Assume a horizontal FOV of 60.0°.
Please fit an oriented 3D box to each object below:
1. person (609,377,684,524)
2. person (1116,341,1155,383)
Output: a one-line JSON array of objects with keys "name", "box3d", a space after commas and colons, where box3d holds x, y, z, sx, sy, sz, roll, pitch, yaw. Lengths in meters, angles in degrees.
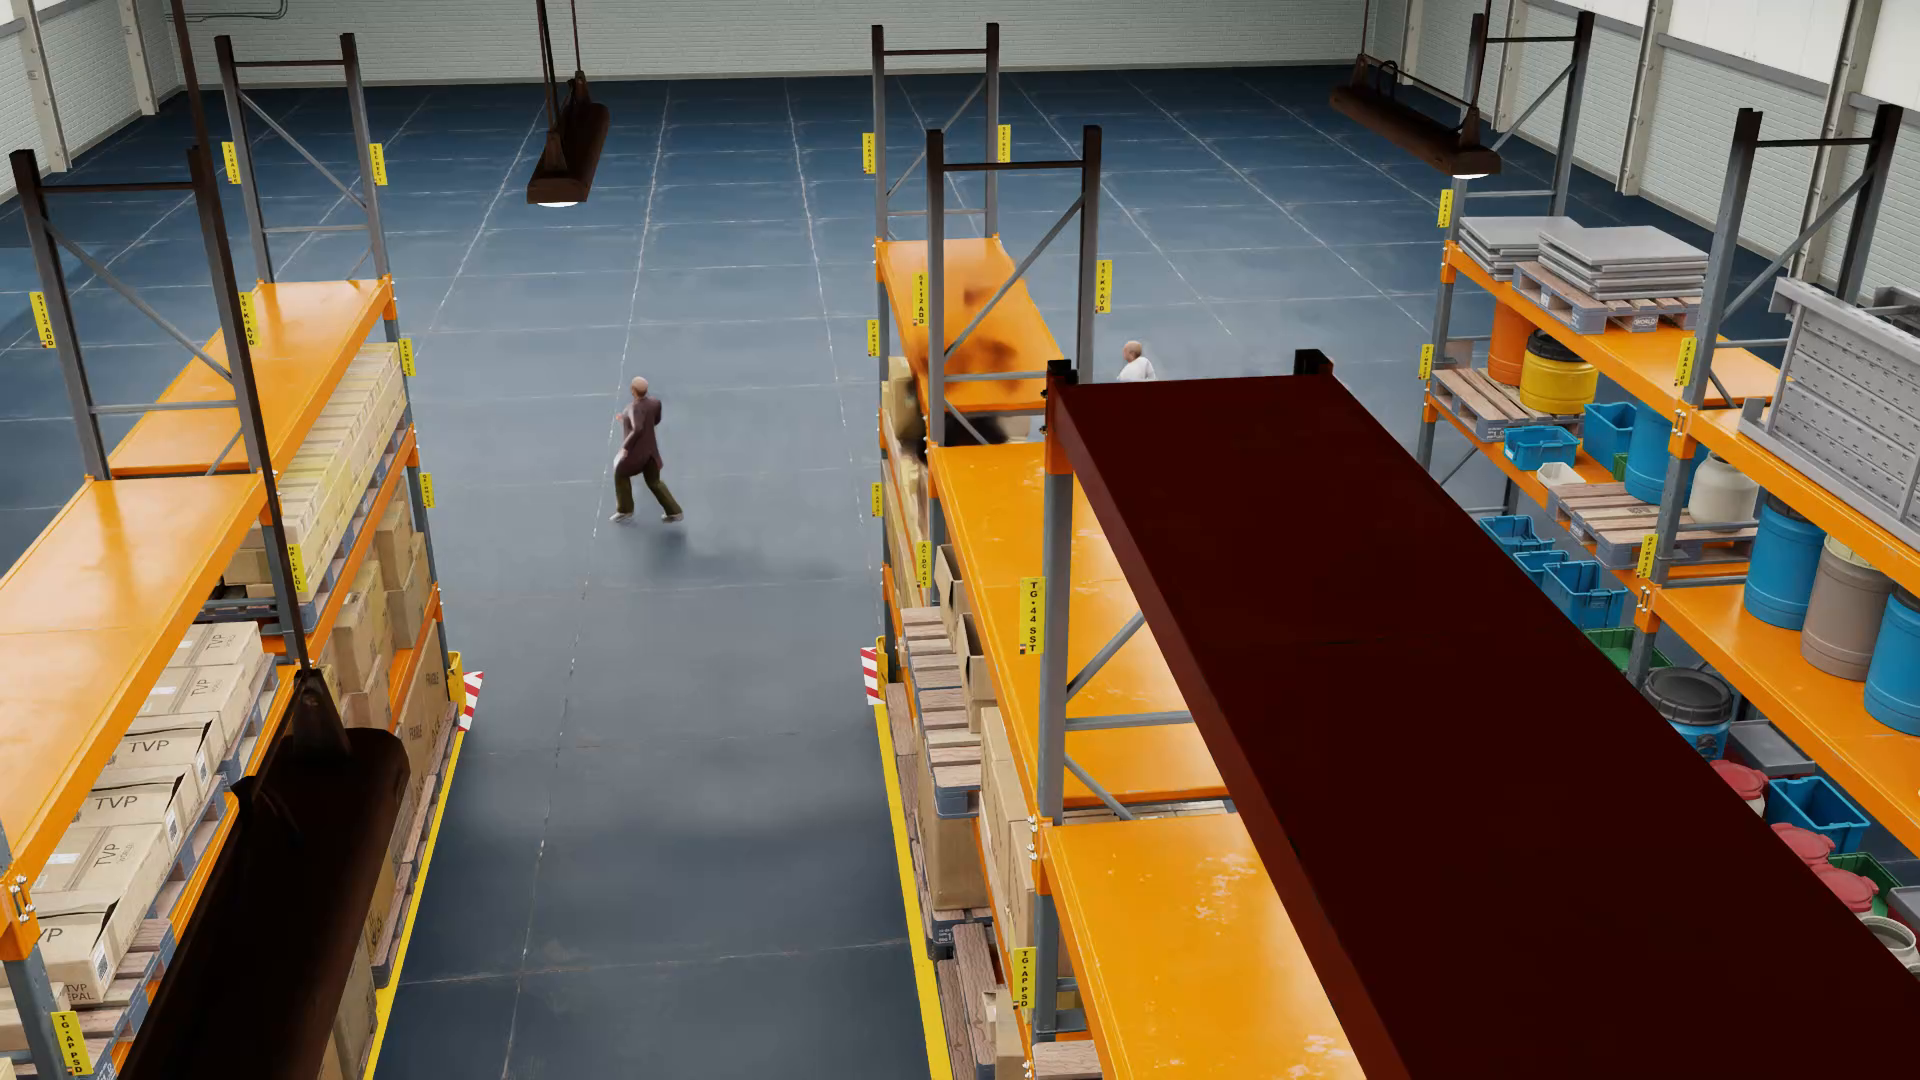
[{"name": "person", "box3d": [-3.567, -0.955, 18.478, 0.936, 1.811, 0.729, 16, 30, 30]}, {"name": "person", "box3d": [2.135, -1.510, 19.669, 0.876, 1.750, 0.693, 7, 26, 14]}]
